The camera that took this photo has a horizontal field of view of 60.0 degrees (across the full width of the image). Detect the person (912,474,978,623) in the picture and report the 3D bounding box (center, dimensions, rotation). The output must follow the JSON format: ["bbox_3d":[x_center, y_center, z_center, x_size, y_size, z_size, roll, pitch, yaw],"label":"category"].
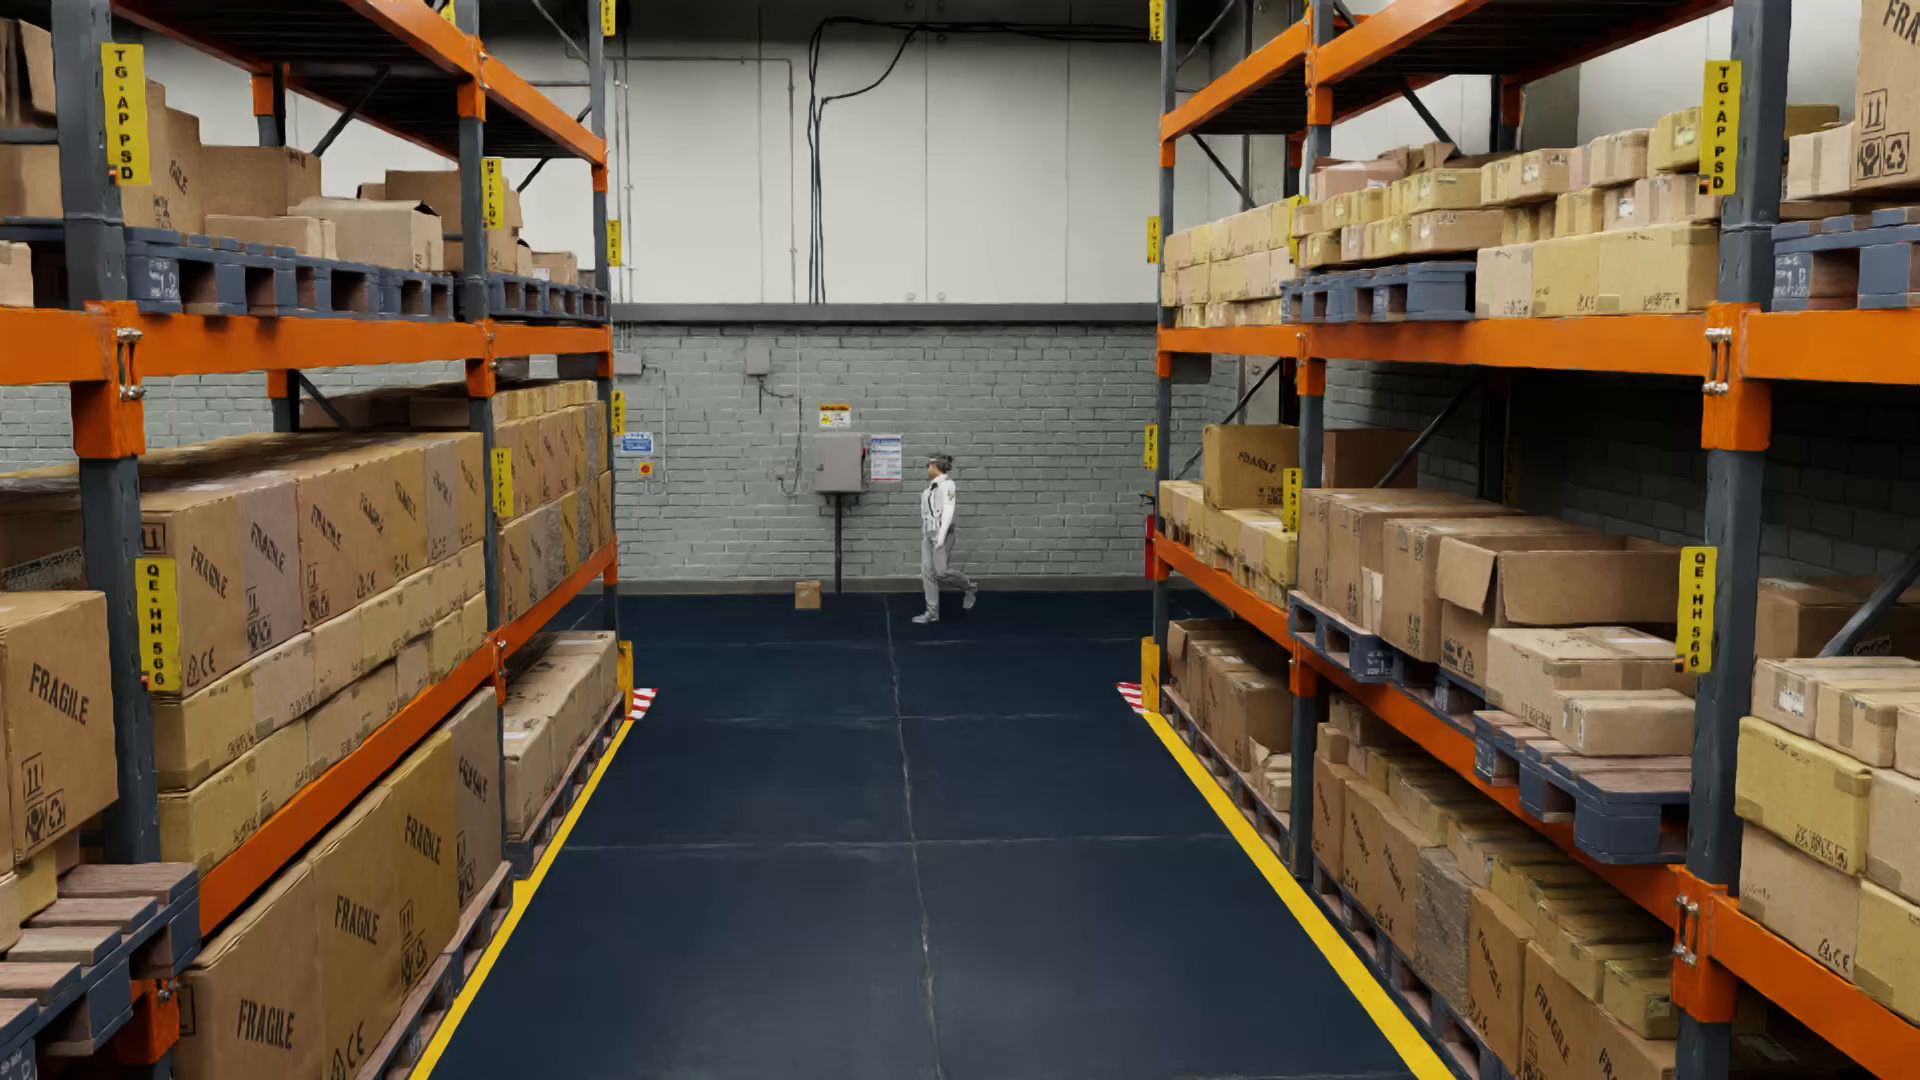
[{"bbox_3d":[-0.193,0.067,16.210,0.719,1.409,0.525,-3,8,-26],"label":"person"}]
